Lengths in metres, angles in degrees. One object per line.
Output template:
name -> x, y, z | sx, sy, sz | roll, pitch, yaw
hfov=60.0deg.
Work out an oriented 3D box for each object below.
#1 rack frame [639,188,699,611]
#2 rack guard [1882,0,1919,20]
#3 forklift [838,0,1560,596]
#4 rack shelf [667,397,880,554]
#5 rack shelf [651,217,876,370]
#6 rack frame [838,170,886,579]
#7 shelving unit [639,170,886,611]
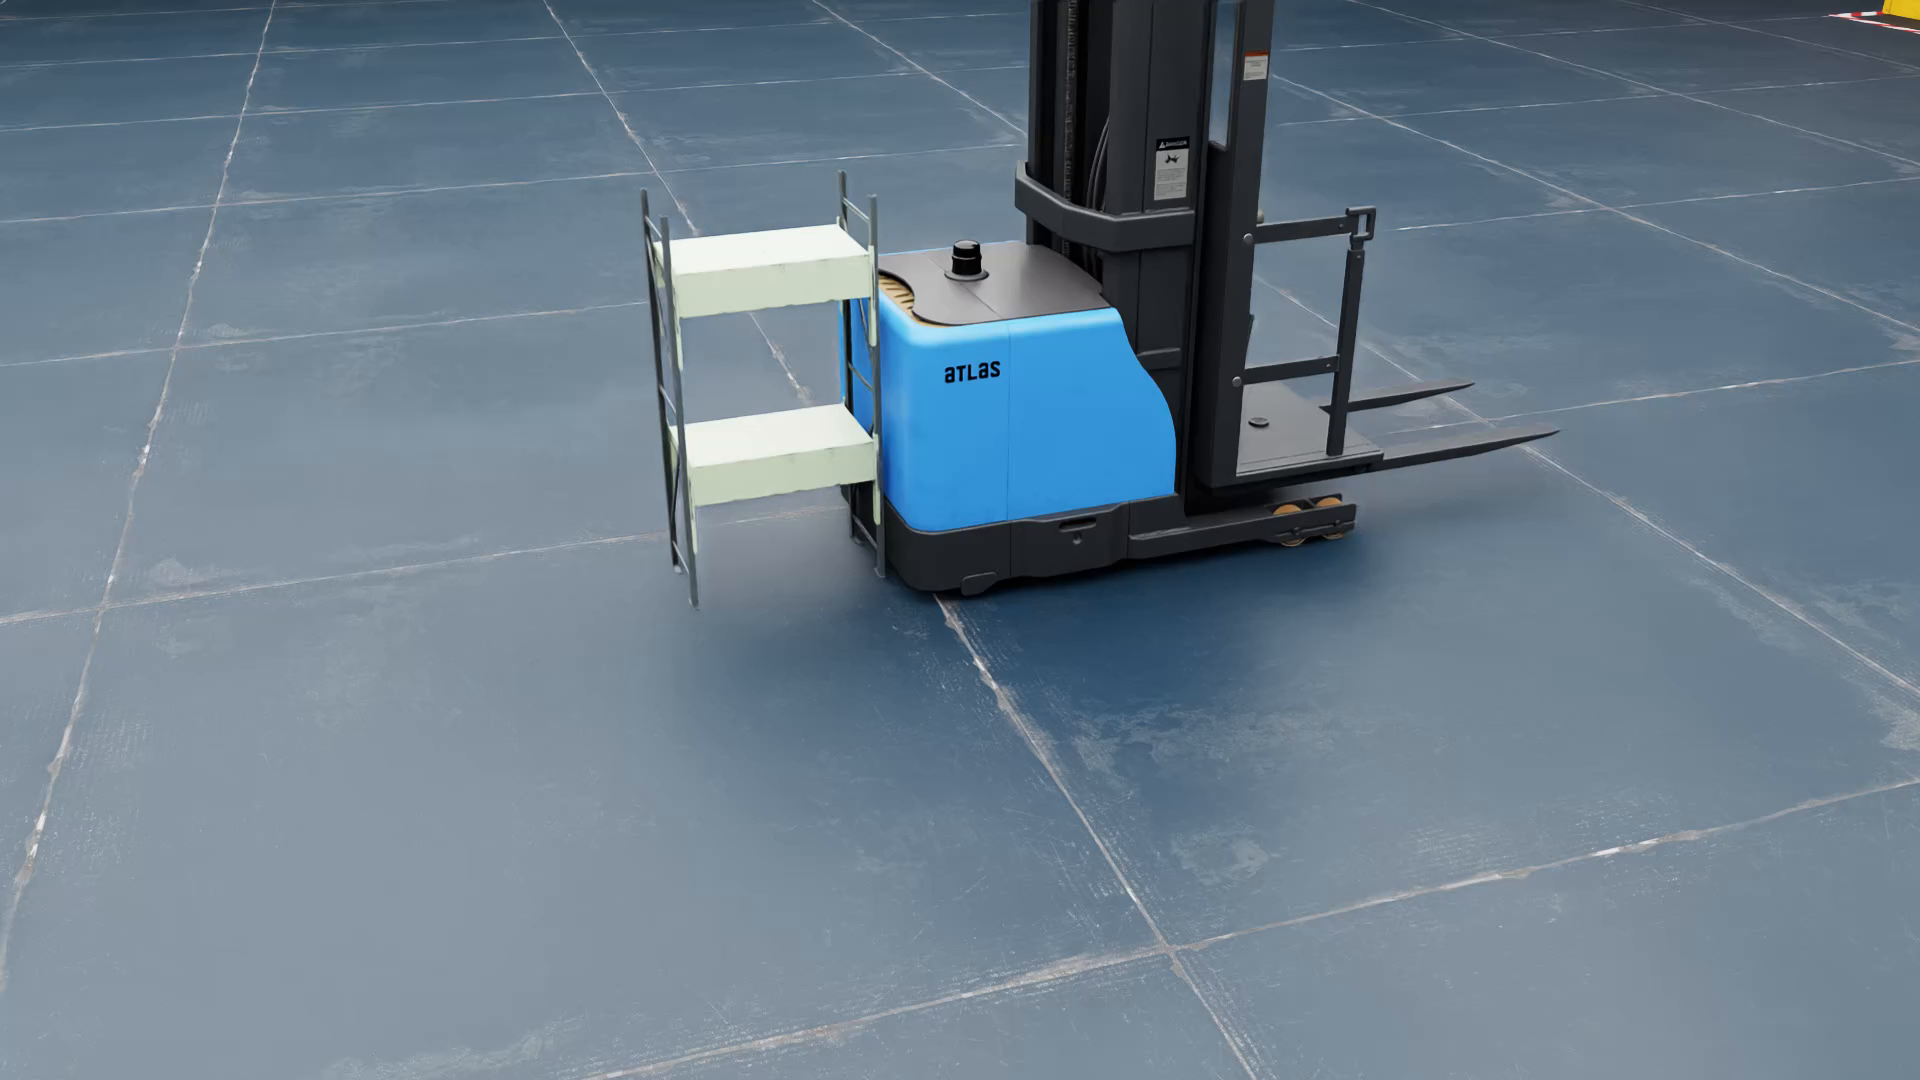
rack frame -> -1.055, -0.491, 6.052 | 0.023, 1.500, 0.400 | -9, 28, -18
rack guard -> 10.687, -5.937, 18.147 | 0.348, 0.500, 1.175 | -8, 28, -16
forklift -> 1.071, -1.495, 6.466 | 3.031, 2.935, 1.130 | -9, 28, -18
rack shelf -> -0.712, -0.255, 6.311 | 0.720, 0.370, 0.431 | -9, 28, -18
rack shelf -> -0.712, -0.897, 5.992 | 0.720, 0.370, 0.431 | -9, 28, -18
rack frame -> -0.369, -0.604, 6.280 | 0.023, 1.500, 0.400 | -9, 28, -18
shelving unit -> -0.712, -0.547, 6.166 | 0.755, 1.500, 0.431 | -9, 28, -18
